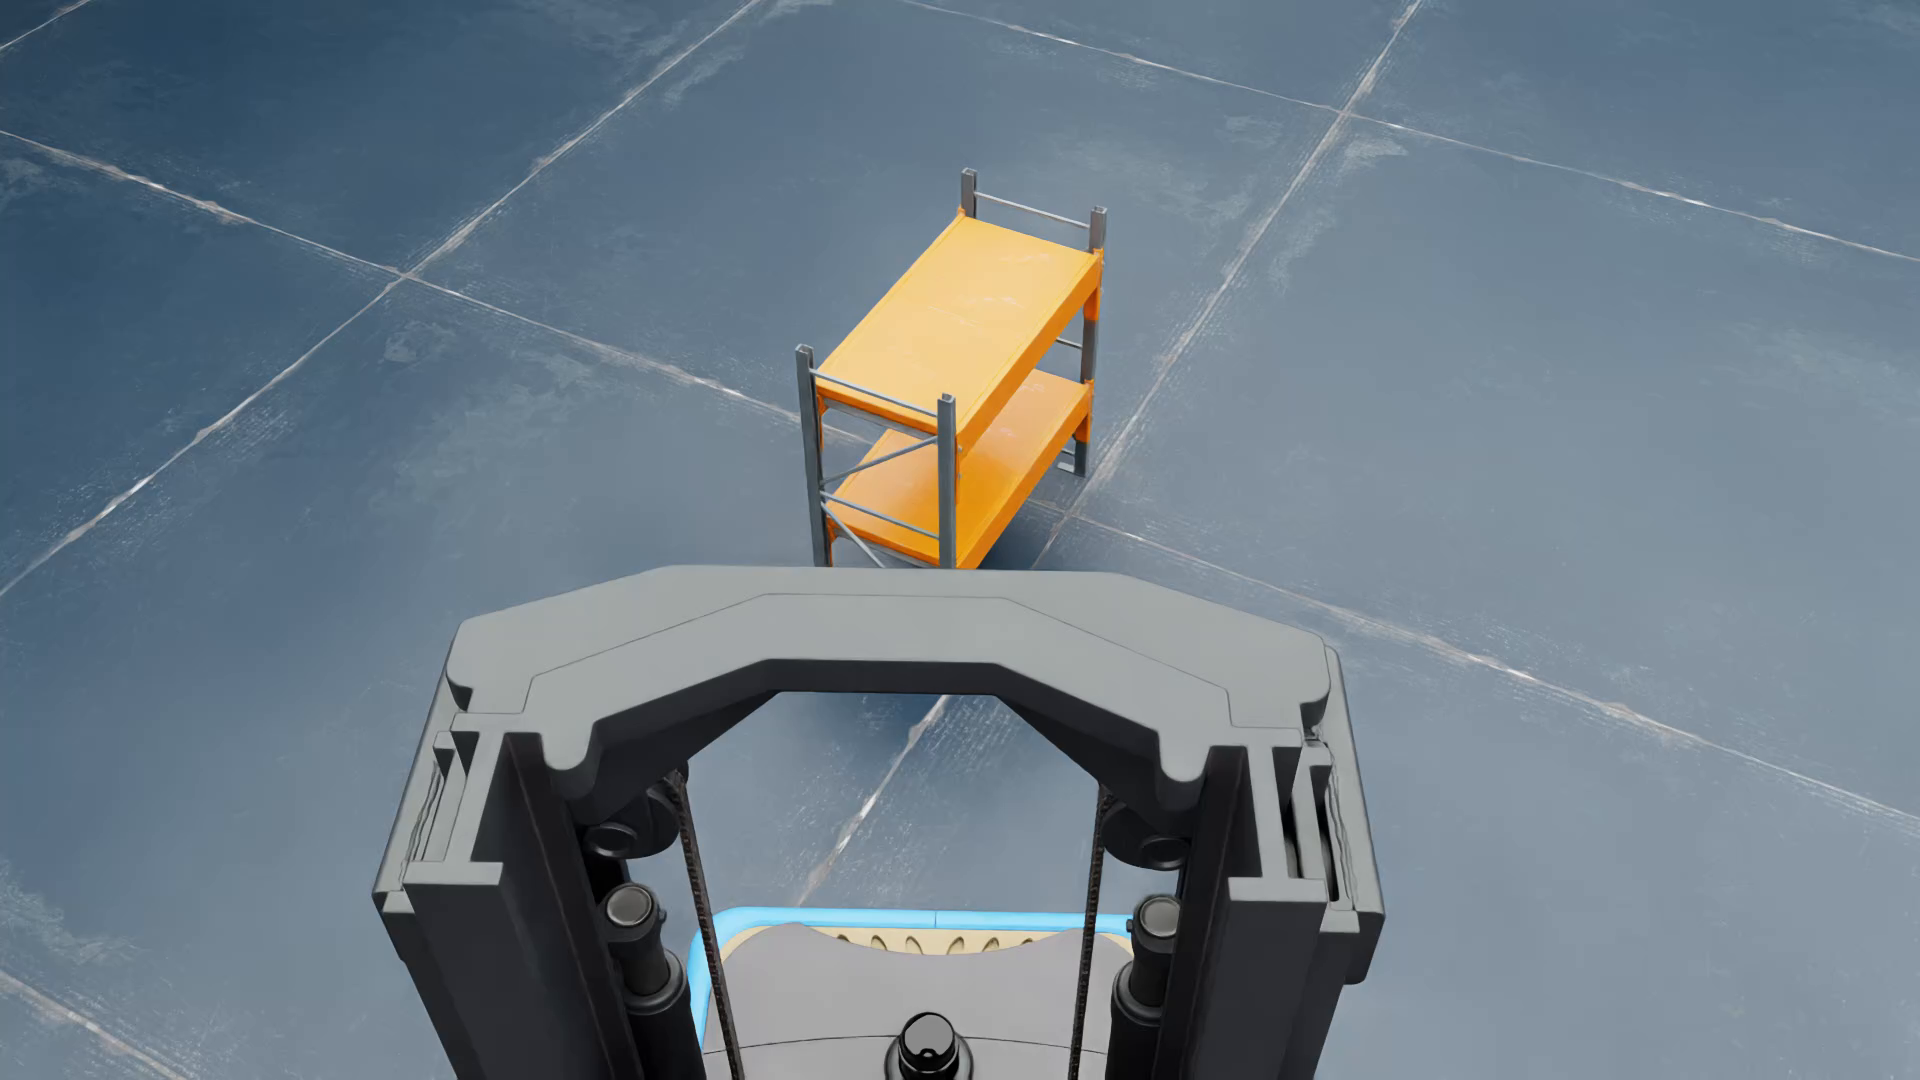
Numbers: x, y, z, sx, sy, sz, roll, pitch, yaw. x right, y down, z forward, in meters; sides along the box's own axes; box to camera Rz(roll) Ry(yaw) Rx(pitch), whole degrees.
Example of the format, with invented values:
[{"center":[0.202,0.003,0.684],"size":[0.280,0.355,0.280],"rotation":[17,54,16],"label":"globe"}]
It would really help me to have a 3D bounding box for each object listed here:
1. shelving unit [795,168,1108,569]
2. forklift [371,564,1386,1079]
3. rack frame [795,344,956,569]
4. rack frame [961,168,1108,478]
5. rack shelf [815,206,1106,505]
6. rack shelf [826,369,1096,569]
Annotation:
[{"center":[-0.003,-0.391,5.346],"size":[0.538,1.125,1.048],"rotation":[20,49,19],"label":"shelving unit"},{"center":[-0.086,1.551,2.156],"size":[1.130,2.935,3.031],"rotation":[1,45,1],"label":"forklift"},{"center":[-0.239,-0.071,5.029],"size":[0.500,1.125,0.032],"rotation":[20,49,19],"label":"rack frame"},{"center":[0.233,-0.711,5.662],"size":[0.500,1.125,0.032],"rotation":[20,49,19],"label":"rack frame"},{"center":[-0.003,-0.597,5.138],"size":[0.538,0.278,1.000],"rotation":[20,49,19],"label":"rack shelf"},{"center":[-0.003,-0.219,5.520],"size":[0.538,0.278,1.000],"rotation":[20,49,19],"label":"rack shelf"}]
